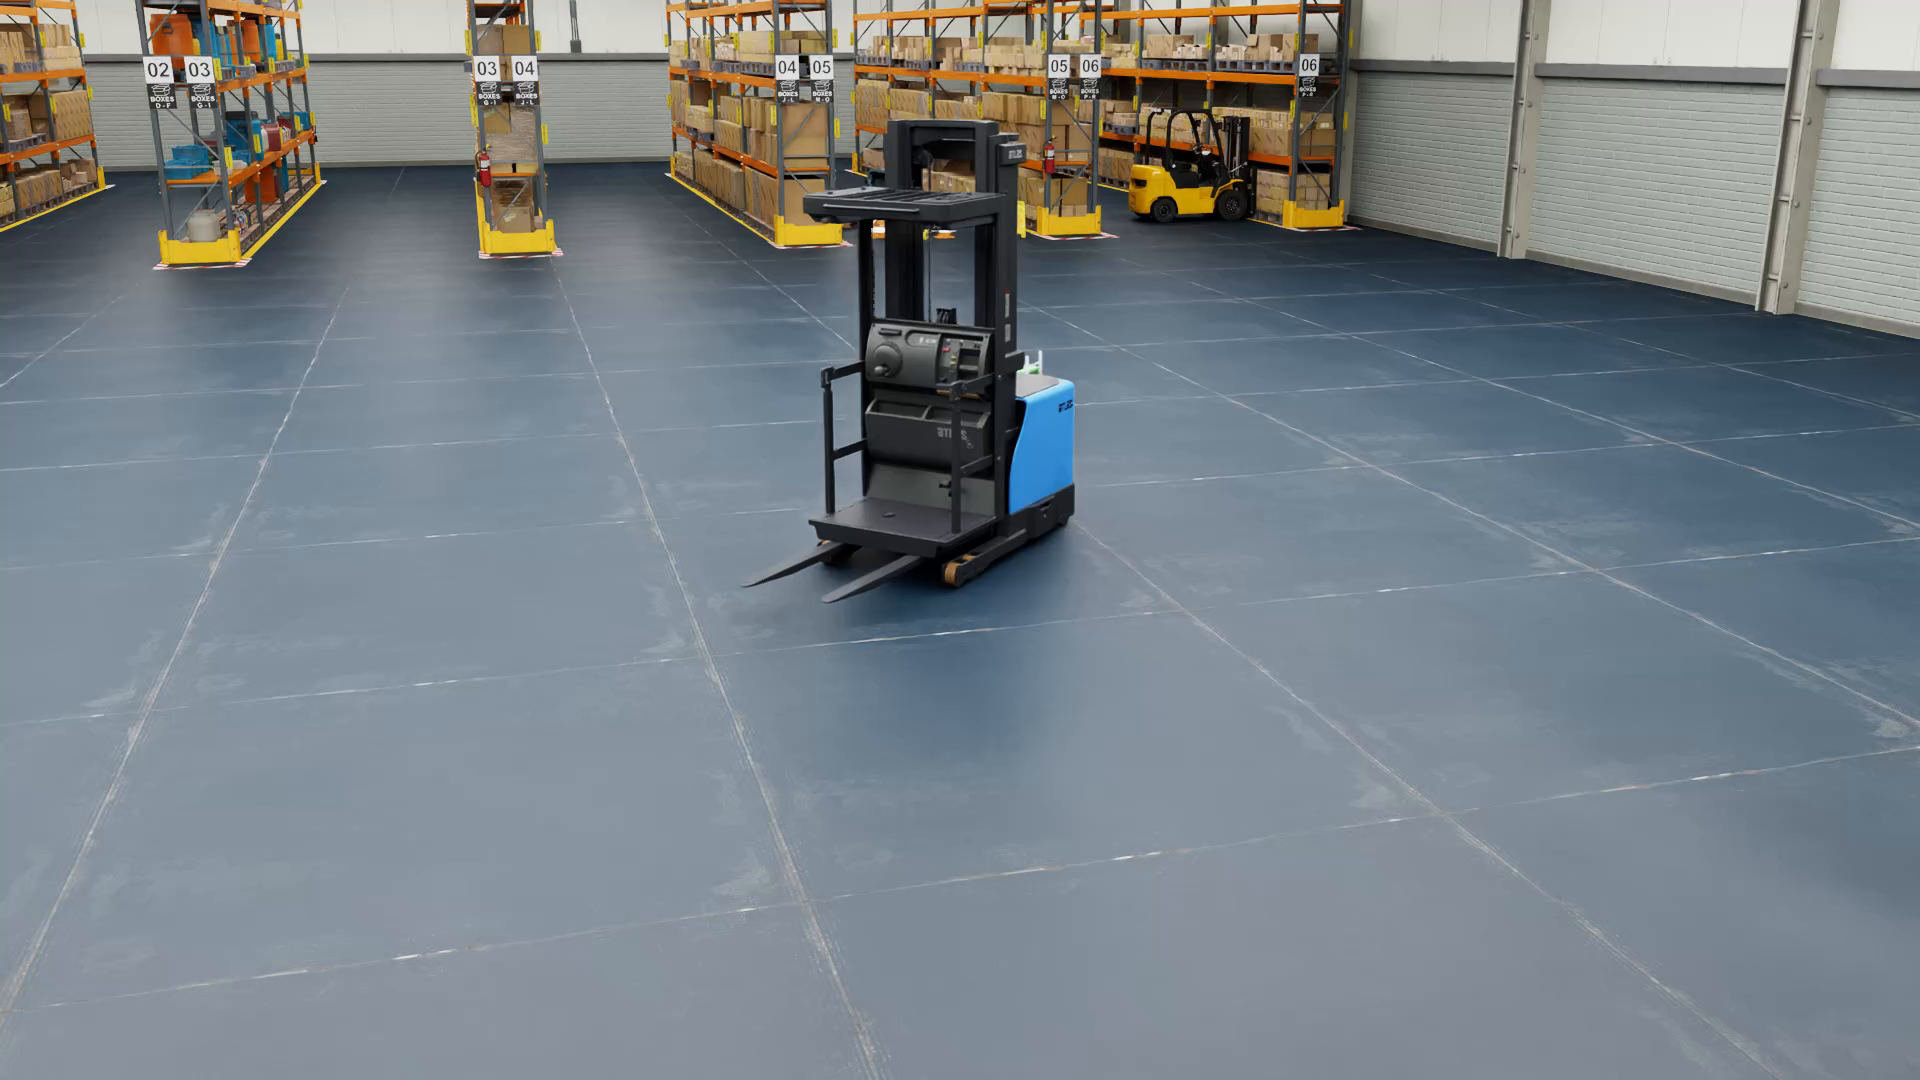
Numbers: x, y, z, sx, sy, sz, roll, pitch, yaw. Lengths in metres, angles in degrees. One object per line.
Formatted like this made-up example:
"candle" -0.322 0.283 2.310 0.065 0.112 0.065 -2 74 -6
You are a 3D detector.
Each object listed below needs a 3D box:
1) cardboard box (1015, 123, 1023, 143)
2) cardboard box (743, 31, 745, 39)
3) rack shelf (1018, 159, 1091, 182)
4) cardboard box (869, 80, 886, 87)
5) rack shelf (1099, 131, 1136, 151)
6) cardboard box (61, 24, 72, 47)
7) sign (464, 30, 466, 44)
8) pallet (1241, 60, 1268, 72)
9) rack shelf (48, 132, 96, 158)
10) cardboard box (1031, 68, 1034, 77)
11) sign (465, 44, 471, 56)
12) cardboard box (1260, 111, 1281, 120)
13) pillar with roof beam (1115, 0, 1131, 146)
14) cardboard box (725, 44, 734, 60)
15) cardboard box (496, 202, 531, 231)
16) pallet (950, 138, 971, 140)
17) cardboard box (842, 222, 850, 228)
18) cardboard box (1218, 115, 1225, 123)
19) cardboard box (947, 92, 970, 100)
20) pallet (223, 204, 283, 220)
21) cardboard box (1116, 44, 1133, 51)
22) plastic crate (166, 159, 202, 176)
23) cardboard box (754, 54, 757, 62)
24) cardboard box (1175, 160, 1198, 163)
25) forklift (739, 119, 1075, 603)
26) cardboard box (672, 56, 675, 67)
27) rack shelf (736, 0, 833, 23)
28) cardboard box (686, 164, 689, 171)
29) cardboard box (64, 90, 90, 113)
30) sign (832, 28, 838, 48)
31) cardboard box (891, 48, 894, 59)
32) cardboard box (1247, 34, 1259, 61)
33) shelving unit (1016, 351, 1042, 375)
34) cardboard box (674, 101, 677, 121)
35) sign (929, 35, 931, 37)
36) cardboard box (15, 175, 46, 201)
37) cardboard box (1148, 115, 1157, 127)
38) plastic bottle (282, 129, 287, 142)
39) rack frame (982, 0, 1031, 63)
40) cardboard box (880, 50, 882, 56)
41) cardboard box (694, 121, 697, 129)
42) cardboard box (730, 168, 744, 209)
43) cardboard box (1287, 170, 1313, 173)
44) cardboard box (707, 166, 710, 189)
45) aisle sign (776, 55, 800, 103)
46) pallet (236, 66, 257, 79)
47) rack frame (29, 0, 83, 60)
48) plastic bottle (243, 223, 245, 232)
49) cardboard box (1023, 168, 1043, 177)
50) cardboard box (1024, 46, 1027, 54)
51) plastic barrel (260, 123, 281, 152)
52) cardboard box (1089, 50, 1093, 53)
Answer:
"cardboard box" 1.362 -7.718 31.740 0.500 0.500 0.500 -5 17 -16
"cardboard box" -3.873 -9.488 31.256 0.380 0.149 0.250 -5 17 -16
"rack shelf" 1.494 -7.330 32.391 1.077 0.370 4.000 -5 17 -15
"cardboard box" -2.136 -11.832 43.089 0.380 0.149 0.250 -5 17 -17
"rack shelf" 4.067 -9.937 41.068 1.077 0.370 4.000 -5 17 -15
"cardboard box" -21.251 -11.804 38.909 0.700 0.500 0.500 -5 17 -15
"sign" -9.117 -9.272 30.809 0.100 0.325 0.005 -5 17 -15
"pallet" 6.307 -9.445 33.121 1.003 0.211 1.213 -5 17 -15
"rack shelf" -20.858 -9.084 38.229 1.077 0.370 4.000 -5 17 -15
"cardboard box" 1.536 -8.657 30.780 0.380 0.149 0.250 -4 17 -14
"sign" -10.219 -10.231 34.549 0.100 0.325 0.005 -5 17 -15
"cardboard box" 6.143 -8.372 32.792 0.380 0.149 0.250 -4 17 -14
"pillar with roof beam" 0.053 -13.631 41.689 9.100 9.000 0.400 -5 17 -15
"cardboard box" -4.480 -9.919 33.796 0.500 0.311 0.500 -5 18 -17
"cardboard box" -7.837 -5.679 29.258 0.500 0.500 0.500 0 17 -1
"pallet" 0.429 -8.698 36.029 1.003 0.211 1.213 -5 17 -15
"cardboard box" -2.374 -6.264 31.934 0.500 0.500 0.500 -2 17 -6
"cardboard box" 5.623 -8.800 34.731 0.380 0.149 0.250 -4 17 -14
"cardboard box" -0.055 -10.017 38.173 0.500 0.500 0.500 -5 18 -17
"pallet" -14.270 -6.606 33.579 1.003 0.211 1.213 -5 17 -15
"cardboard box" 3.953 -11.787 39.815 0.380 0.149 0.250 -5 17 -16
"plastic crate" -12.845 -6.170 27.537 0.499 0.251 0.408 -5 17 -15
"cardboard box" -3.524 -8.755 30.202 0.380 0.149 0.250 -4 17 -15
"cardboard box" 5.147 -8.252 37.607 0.875 0.625 0.625 -5 18 -18
"forklift" -0.323 -1.242 10.993 1.130 2.935 3.031 9 19 28
"cardboard box" -7.067 -12.202 42.407 0.500 0.250 0.500 -4 17 -13
"rack shelf" -3.238 -9.593 30.190 1.077 0.370 4.000 -5 17 -15
"cardboard box" -6.555 -9.208 41.102 0.380 0.149 0.250 -5 18 -17
"cardboard box" -21.021 -10.407 39.472 0.500 0.500 0.500 -5 17 -16
"sign" -2.153 -8.638 28.622 0.100 0.325 0.005 -5 17 -15
"cardboard box" -1.453 -11.848 40.471 0.396 0.266 0.258 -5 17 -16
"cardboard box" 6.150 -9.809 33.097 0.797 0.503 0.637 -4 17 -13
"shelving unit" 0.338 -0.854 12.711 0.503 1.200 0.258 9 19 28
"cardboard box" -7.056 -11.026 42.754 0.500 0.500 0.500 -5 17 -15
"sign" -0.735 -12.321 41.097 0.100 0.325 0.005 -5 17 -15
"cardboard box" -19.490 -7.358 34.815 0.500 0.500 0.500 -5 18 -17
"cardboard box" 4.640 -9.615 38.138 0.500 0.250 0.500 -4 17 -14
"plastic bottle" -14.887 -8.882 36.524 0.152 0.276 0.135 -5 17 -15
"rack frame" 0.944 -11.101 33.267 1.000 3.000 0.127 -5 17 -15
"cardboard box" -1.810 -12.231 41.774 0.380 0.149 0.250 -4 17 -14
"cardboard box" -5.890 -9.526 38.159 0.380 0.149 0.250 -6 18 -18
"cardboard box" -4.044 -7.097 33.545 1.050 0.750 0.750 -5 17 -16
"cardboard box" 6.724 -7.164 32.899 0.500 0.250 0.500 -5 17 -15
"cardboard box" -5.458 -8.224 37.733 0.500 0.500 0.500 -4 17 -13
"aisle sign" -2.957 -7.904 28.532 0.394 0.787 0.004 -5 17 -15
"pallet" -13.054 -8.207 29.175 1.213 0.211 1.003 -5 17 -15
"rack frame" -21.408 -12.855 39.105 1.000 3.000 0.127 -5 17 -15
"plastic bottle" -12.595 -5.493 29.124 0.097 0.201 0.097 0 17 0
"cardboard box" 1.407 -6.973 31.570 0.380 0.149 0.250 -4 17 -14
"cardboard box" 1.418 -9.250 31.370 0.380 0.149 0.250 -5 17 -17
"plastic barrel" -14.027 -8.120 33.534 0.600 0.536 0.708 -5 17 -15
"cardboard box" 3.406 -12.072 41.246 0.380 0.149 0.250 -4 17 -14
